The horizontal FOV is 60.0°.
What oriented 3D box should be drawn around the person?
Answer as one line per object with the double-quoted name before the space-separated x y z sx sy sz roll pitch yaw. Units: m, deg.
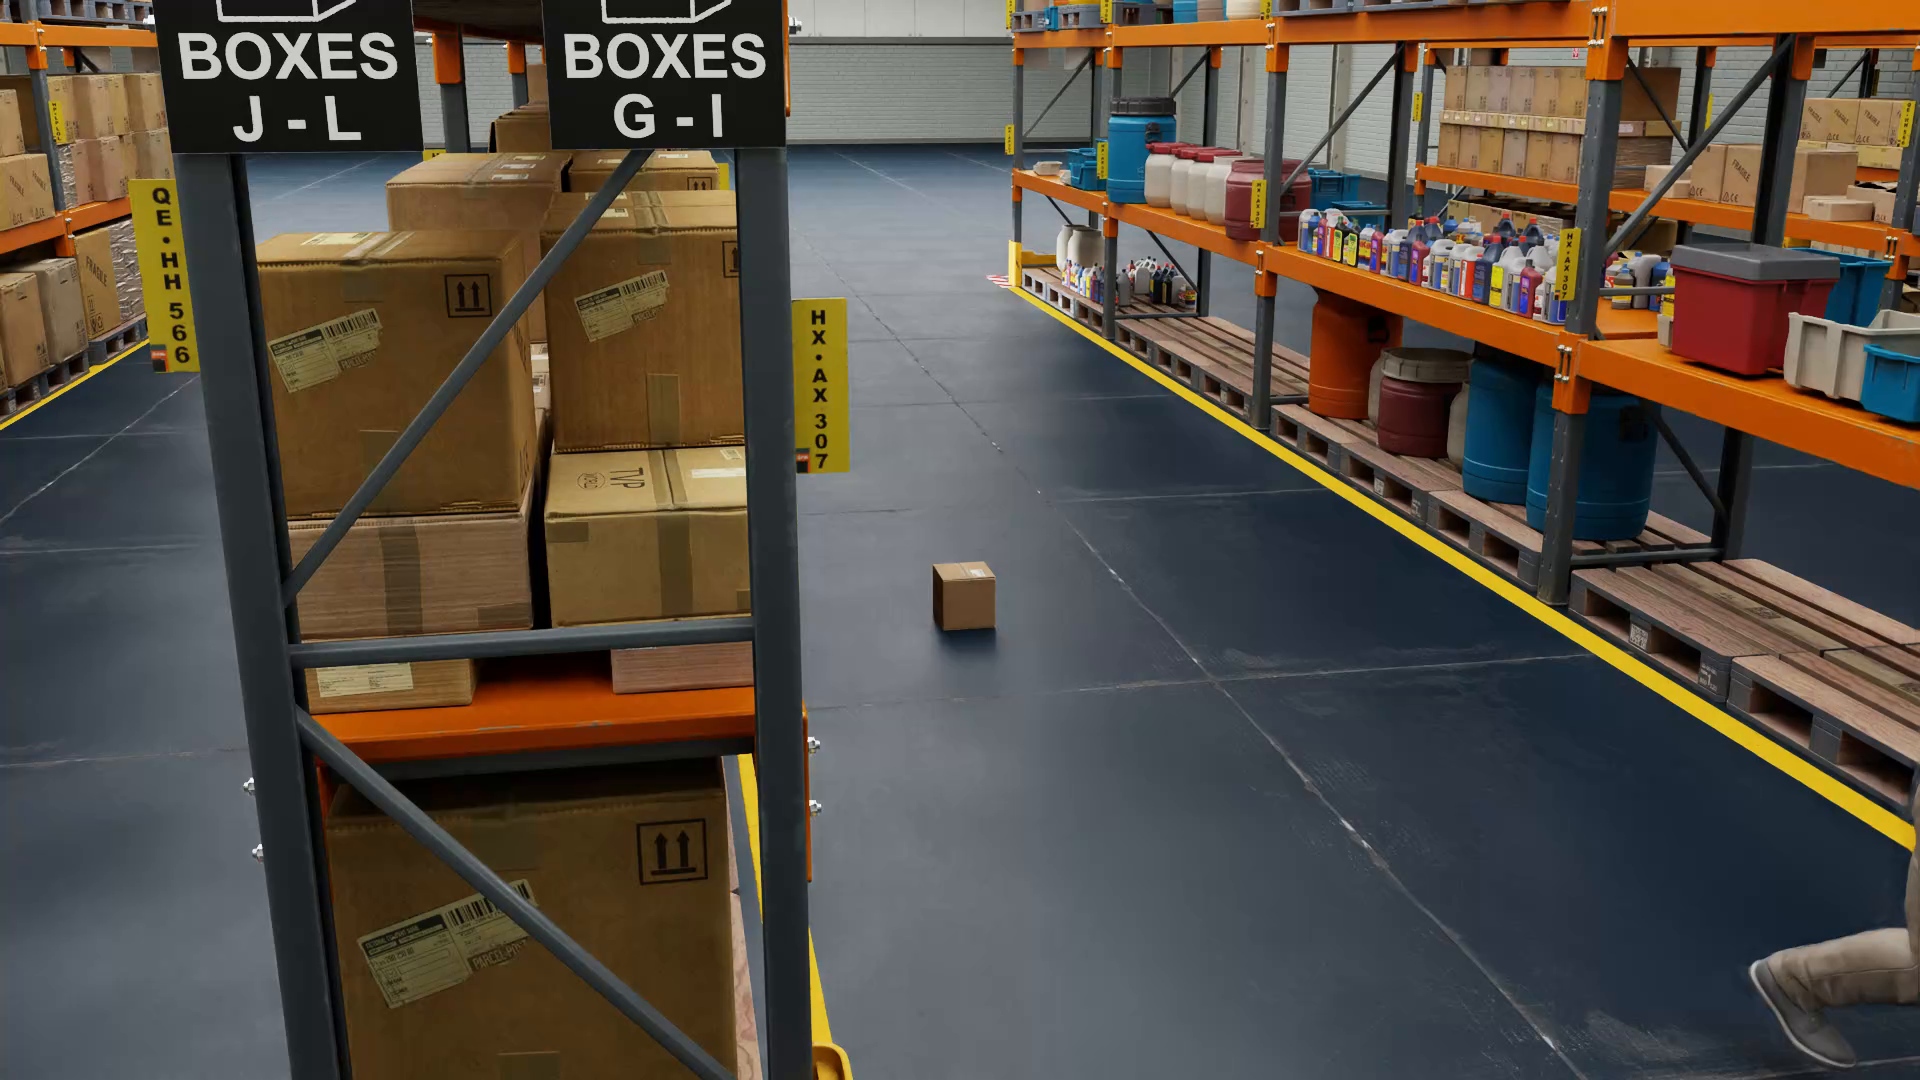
"person" 2.427 0.619 3.917 0.547 1.686 0.913 -12 20 -35
